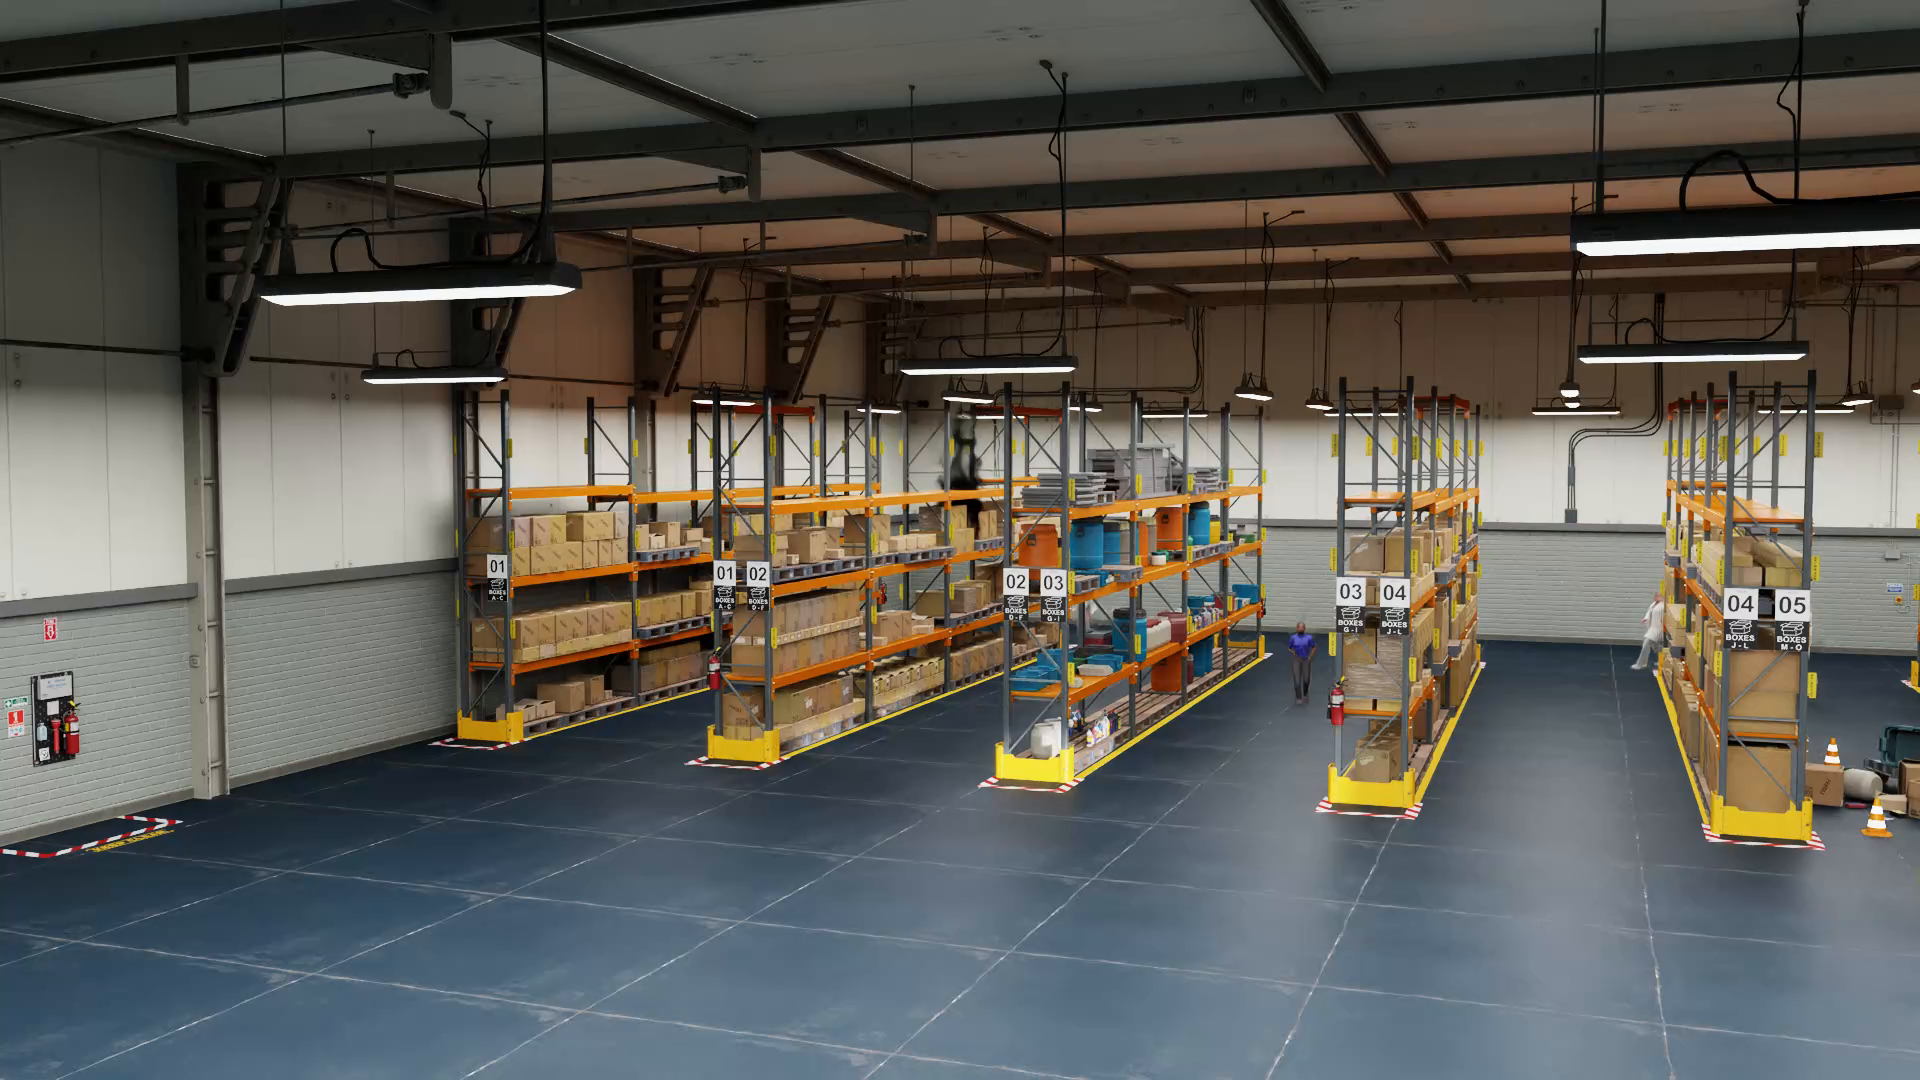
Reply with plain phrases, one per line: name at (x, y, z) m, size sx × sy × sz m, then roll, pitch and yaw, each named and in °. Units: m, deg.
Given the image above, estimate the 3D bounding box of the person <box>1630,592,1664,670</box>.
person at (15.698, 2.049, 37.546) m, size 1.003 × 1.779 × 0.764 m, roll 0°, pitch 3°, yaw -5°

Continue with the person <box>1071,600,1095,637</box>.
person at (2.814, 1.859, 38.151) m, size 0.559 × 1.555 × 0.601 m, roll 1°, pitch 3°, yaw 15°

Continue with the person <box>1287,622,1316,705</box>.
person at (6.635, 2.404, 32.313) m, size 0.563 × 1.618 × 0.572 m, roll 1°, pitch 3°, yaw 12°
